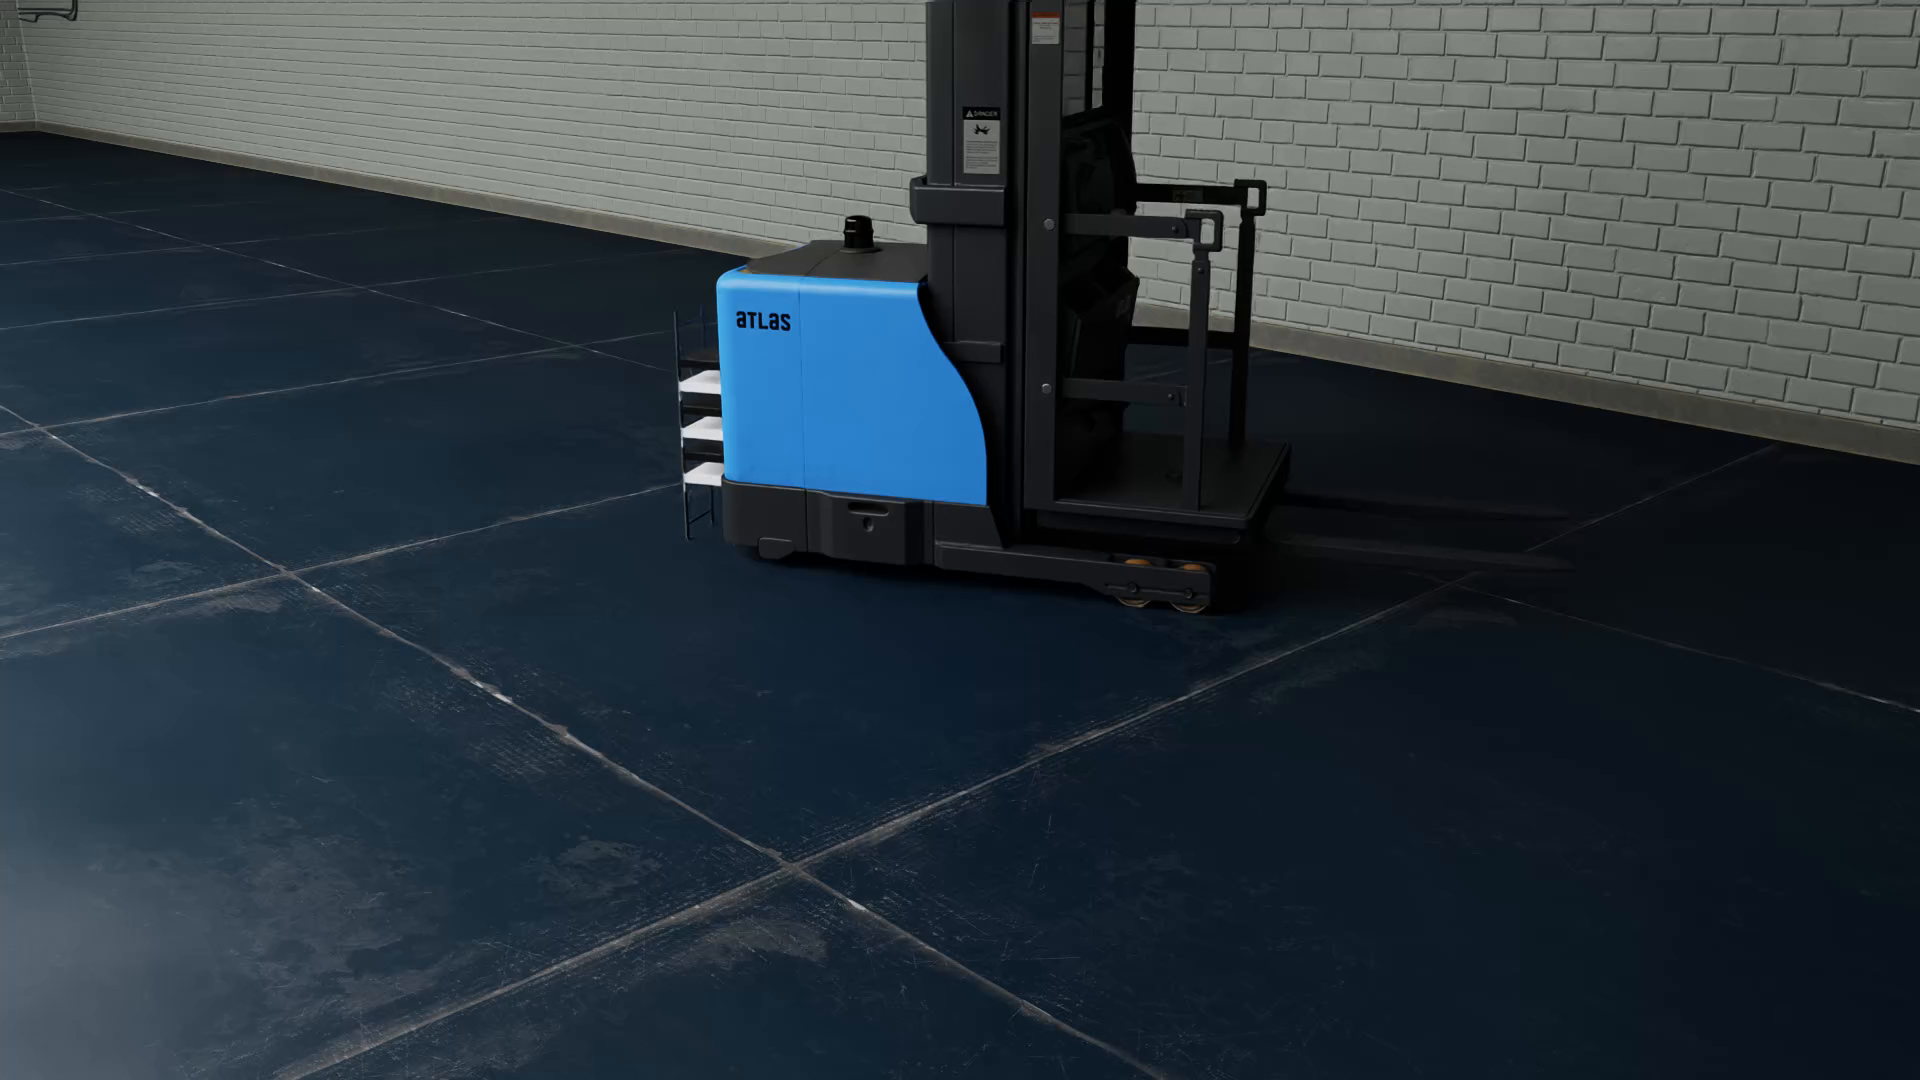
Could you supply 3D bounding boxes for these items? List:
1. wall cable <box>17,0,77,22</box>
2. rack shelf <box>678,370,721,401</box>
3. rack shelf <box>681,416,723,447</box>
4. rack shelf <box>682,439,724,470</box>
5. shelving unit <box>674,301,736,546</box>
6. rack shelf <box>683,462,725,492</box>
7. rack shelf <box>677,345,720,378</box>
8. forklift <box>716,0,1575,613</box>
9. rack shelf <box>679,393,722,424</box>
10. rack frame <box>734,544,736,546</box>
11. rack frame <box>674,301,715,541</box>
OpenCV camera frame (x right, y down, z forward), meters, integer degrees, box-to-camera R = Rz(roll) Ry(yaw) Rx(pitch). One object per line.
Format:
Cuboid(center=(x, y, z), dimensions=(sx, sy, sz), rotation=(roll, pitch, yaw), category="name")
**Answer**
Cuboid(center=(-13.951, -9.095, 24.981), dimensions=(0.112, 2.526, 3.097), rotation=(-16, 24, -41), category="wall cable")
Cuboid(center=(-0.930, -0.590, 6.369), dimensions=(0.200, 0.077, 0.258), rotation=(6, 19, 17), category="rack shelf")
Cuboid(center=(-0.930, -0.418, 6.424), dimensions=(0.200, 0.077, 0.258), rotation=(6, 19, 17), category="rack shelf")
Cuboid(center=(-0.930, -0.333, 6.452), dimensions=(0.200, 0.077, 0.258), rotation=(6, 19, 17), category="rack shelf")
Cuboid(center=(-0.930, -0.450, 6.414), dimensions=(0.210, 0.900, 0.258), rotation=(6, 19, 17), category="shelving unit")
Cuboid(center=(-0.930, -0.247, 6.480), dimensions=(0.200, 0.077, 0.258), rotation=(6, 19, 17), category="rack shelf")
Cuboid(center=(-0.930, -0.675, 6.341), dimensions=(0.200, 0.077, 0.258), rotation=(6, 19, 17), category="rack shelf")
Cuboid(center=(0.682, -1.326, 5.823), dimensions=(3.031, 2.935, 1.130), rotation=(6, 19, 17), category="forklift")
Cuboid(center=(-0.930, -0.504, 6.397), dimensions=(0.200, 0.077, 0.258), rotation=(6, 19, 17), category="rack shelf")
Cuboid(center=(-0.833, -0.440, 6.384), dimensions=(0.006, 0.900, 0.240), rotation=(6, 19, 17), category="rack frame")
Cuboid(center=(-1.027, -0.460, 6.444), dimensions=(0.006, 0.900, 0.240), rotation=(6, 19, 17), category="rack frame")
